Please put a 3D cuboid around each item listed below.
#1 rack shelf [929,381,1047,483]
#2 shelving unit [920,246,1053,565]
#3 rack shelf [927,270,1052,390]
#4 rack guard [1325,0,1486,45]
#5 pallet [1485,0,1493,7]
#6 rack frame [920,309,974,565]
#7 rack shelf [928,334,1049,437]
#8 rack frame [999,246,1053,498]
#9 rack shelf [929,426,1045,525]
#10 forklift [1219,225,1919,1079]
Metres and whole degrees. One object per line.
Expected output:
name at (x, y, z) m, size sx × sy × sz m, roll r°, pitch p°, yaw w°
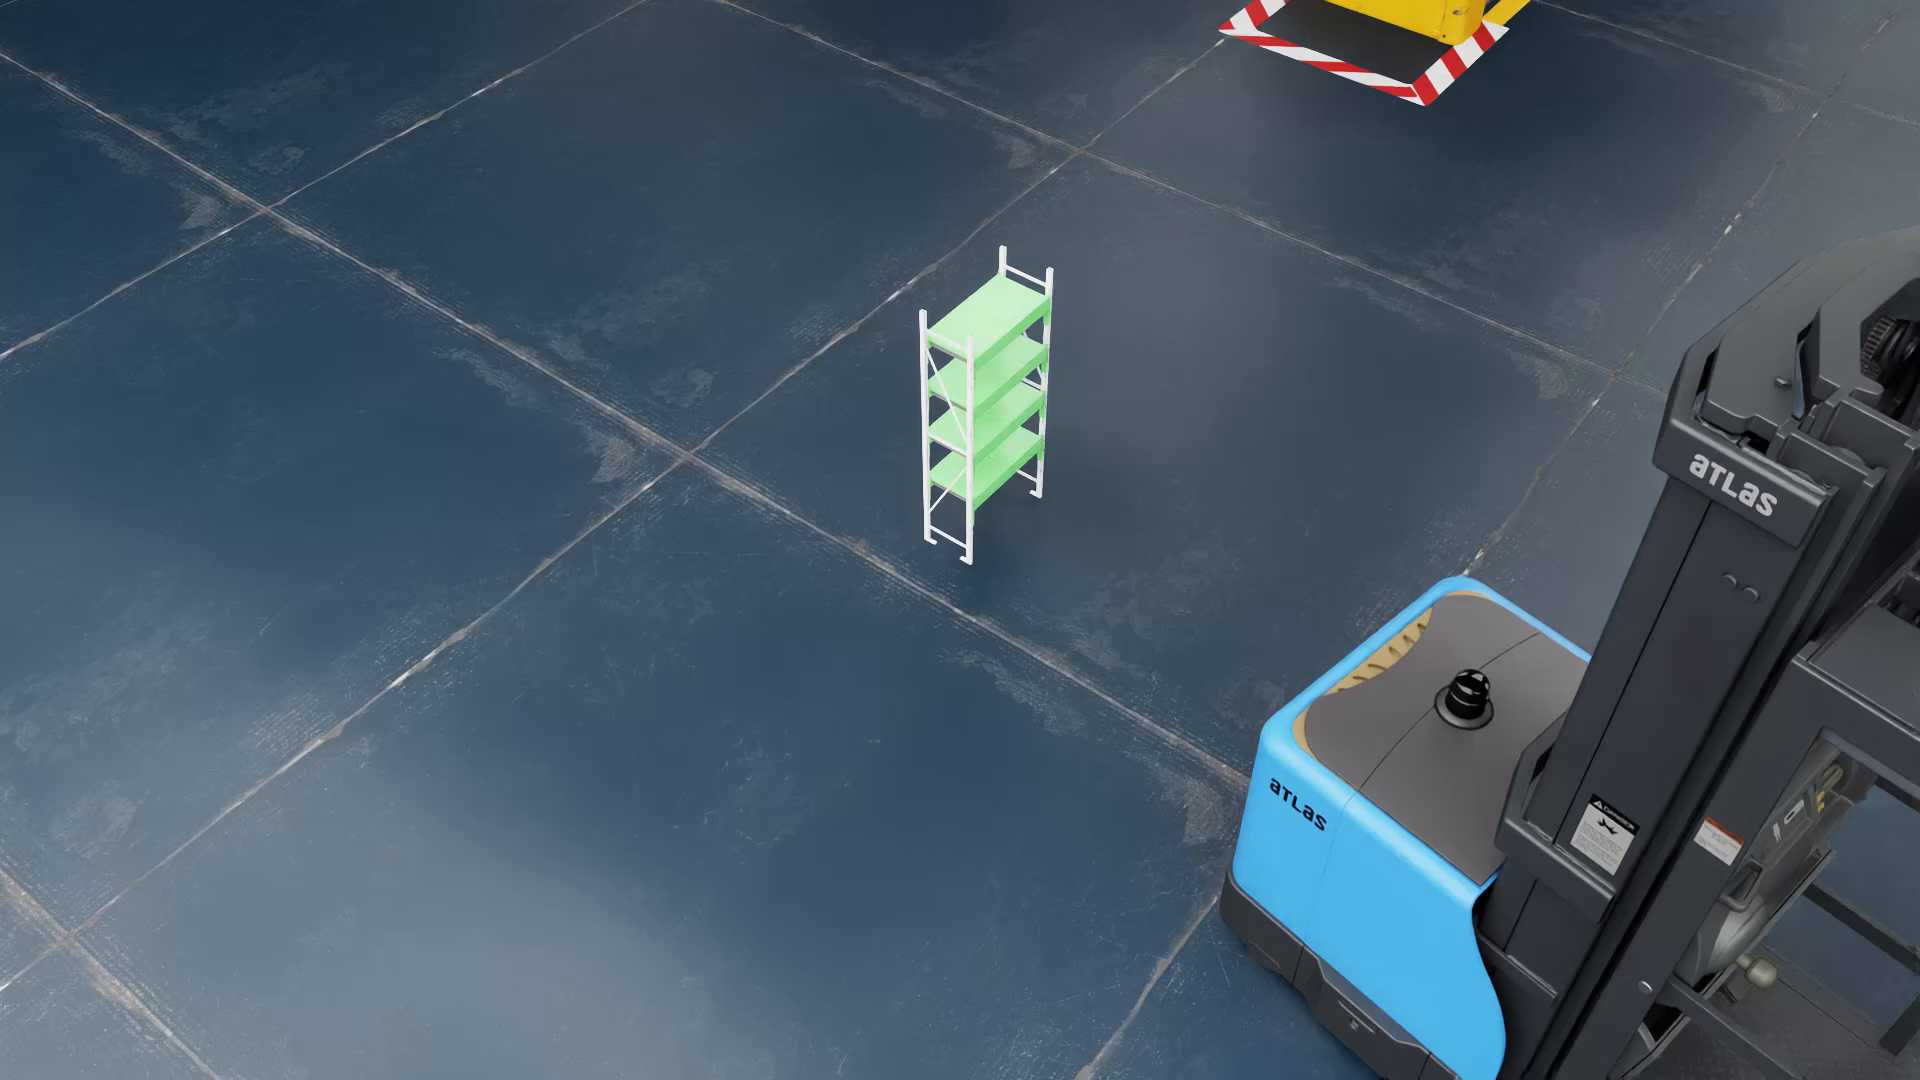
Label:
rack shelf at (0.101, -0.465, 6.618) m, size 0.258 × 0.148 × 0.480 m, roll 29°, pitch 53°, yaw 25°
shelving unit at (0.101, -0.509, 6.571) m, size 0.258 × 1.200 × 0.503 m, roll 29°, pitch 53°, yaw 25°
rack shelf at (0.101, -0.797, 6.270) m, size 0.258 × 0.148 × 0.480 m, roll 29°, pitch 53°, yaw 25°
rack guard at (2.528, -3.384, 9.802) m, size 1.175 × 0.500 × 0.348 m, roll 29°, pitch 53°, yaw 25°
pallet at (3.029, -3.747, 10.348) m, size 1.003 × 0.211 × 1.213 m, roll 29°, pitch 53°, yaw 25°
rack frame at (-0.048, -0.370, 6.438) m, size 0.240 × 1.200 × 0.015 m, roll 29°, pitch 53°, yaw 25°
rack shelf at (0.101, -0.631, 6.444) m, size 0.258 × 0.148 × 0.480 m, roll 29°, pitch 53°, yaw 25°
rack frame at (0.250, -0.649, 6.705) m, size 0.240 × 1.200 × 0.015 m, roll 29°, pitch 53°, yaw 25°
rack shelf at (0.101, -0.299, 6.791) m, size 0.258 × 0.148 × 0.480 m, roll 29°, pitch 53°, yaw 25°
forklift at (2.233, 0.847, 4.079) m, size 1.130 × 2.935 × 3.031 m, roll -33°, pitch 55°, yaw -27°
